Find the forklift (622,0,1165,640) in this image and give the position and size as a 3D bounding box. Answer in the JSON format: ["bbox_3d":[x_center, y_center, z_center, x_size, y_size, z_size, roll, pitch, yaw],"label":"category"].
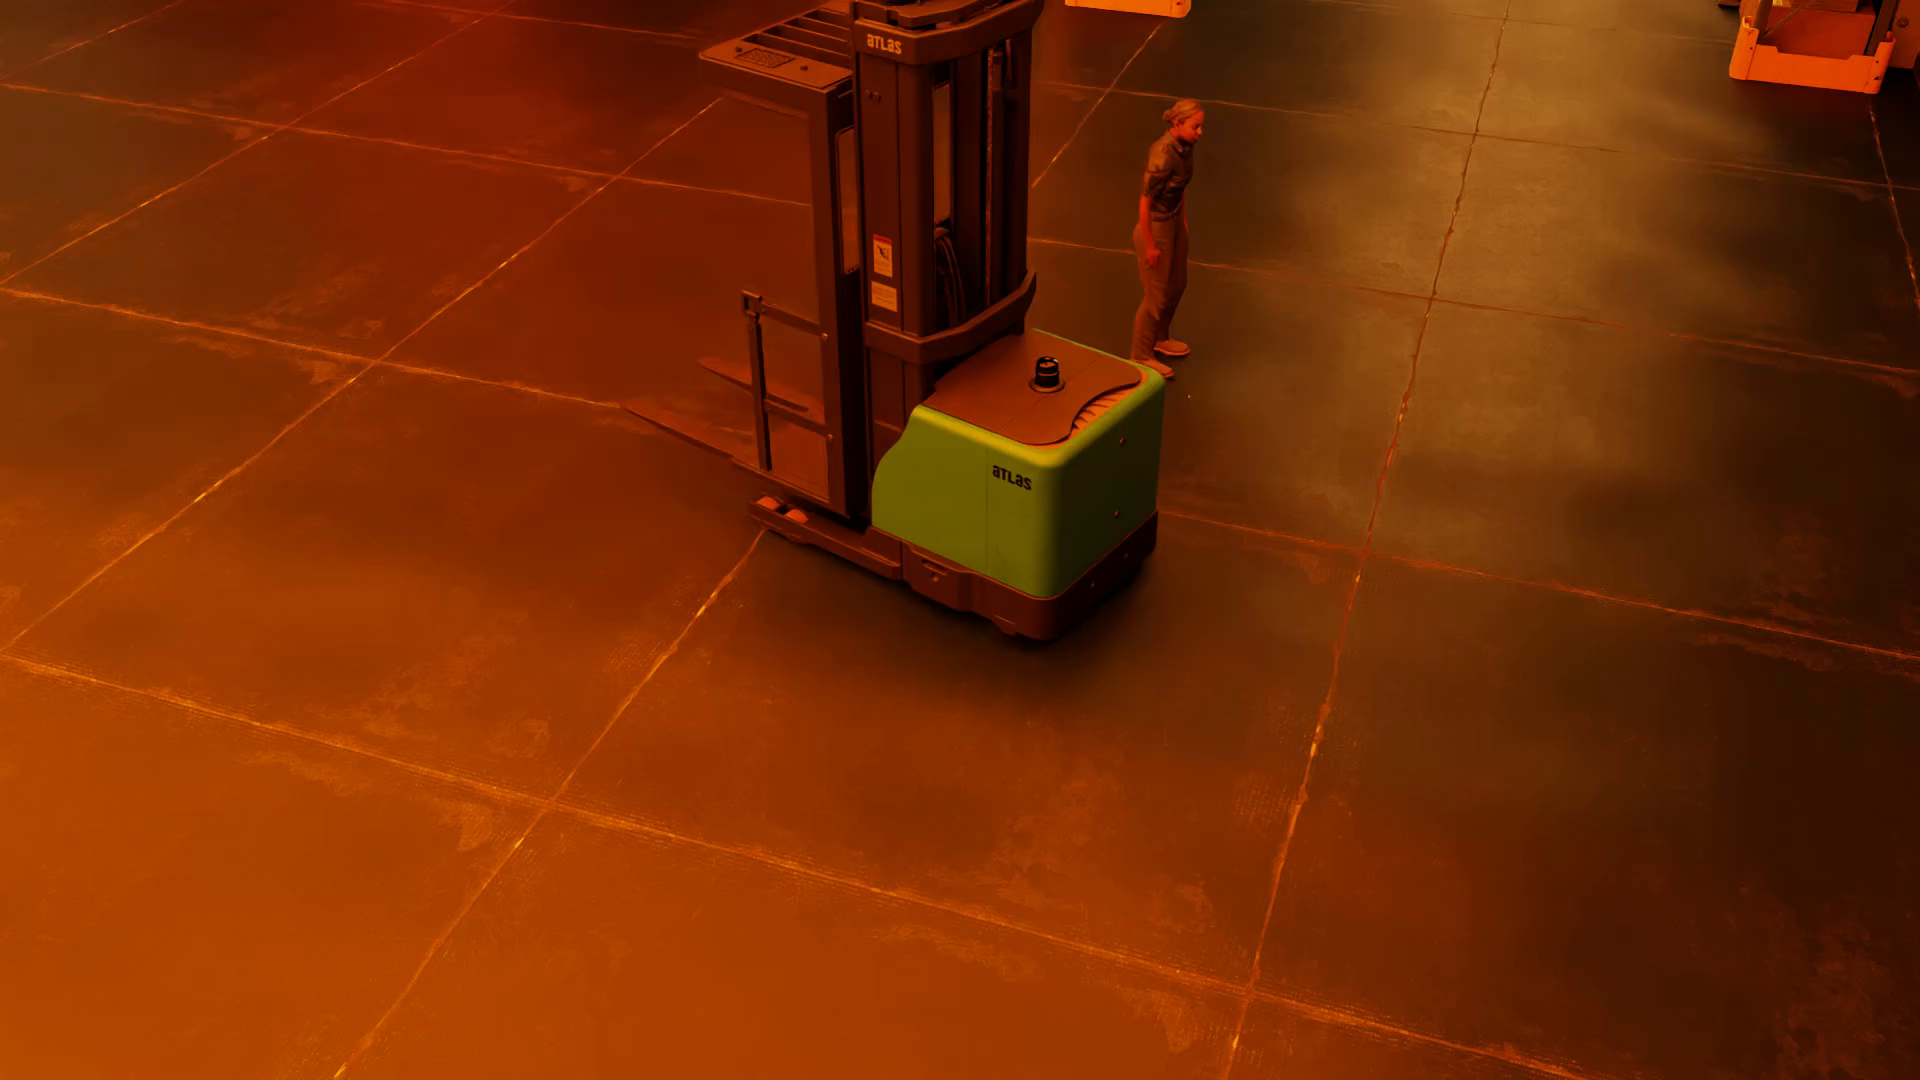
[{"bbox_3d":[-0.490,-1.406,8.094,3.031,2.935,1.130,23,41,29],"label":"forklift"}]

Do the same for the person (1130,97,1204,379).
[{"bbox_3d":[1.215,-1.781,9.753,0.363,1.626,0.522,18,39,24],"label":"person"}]
